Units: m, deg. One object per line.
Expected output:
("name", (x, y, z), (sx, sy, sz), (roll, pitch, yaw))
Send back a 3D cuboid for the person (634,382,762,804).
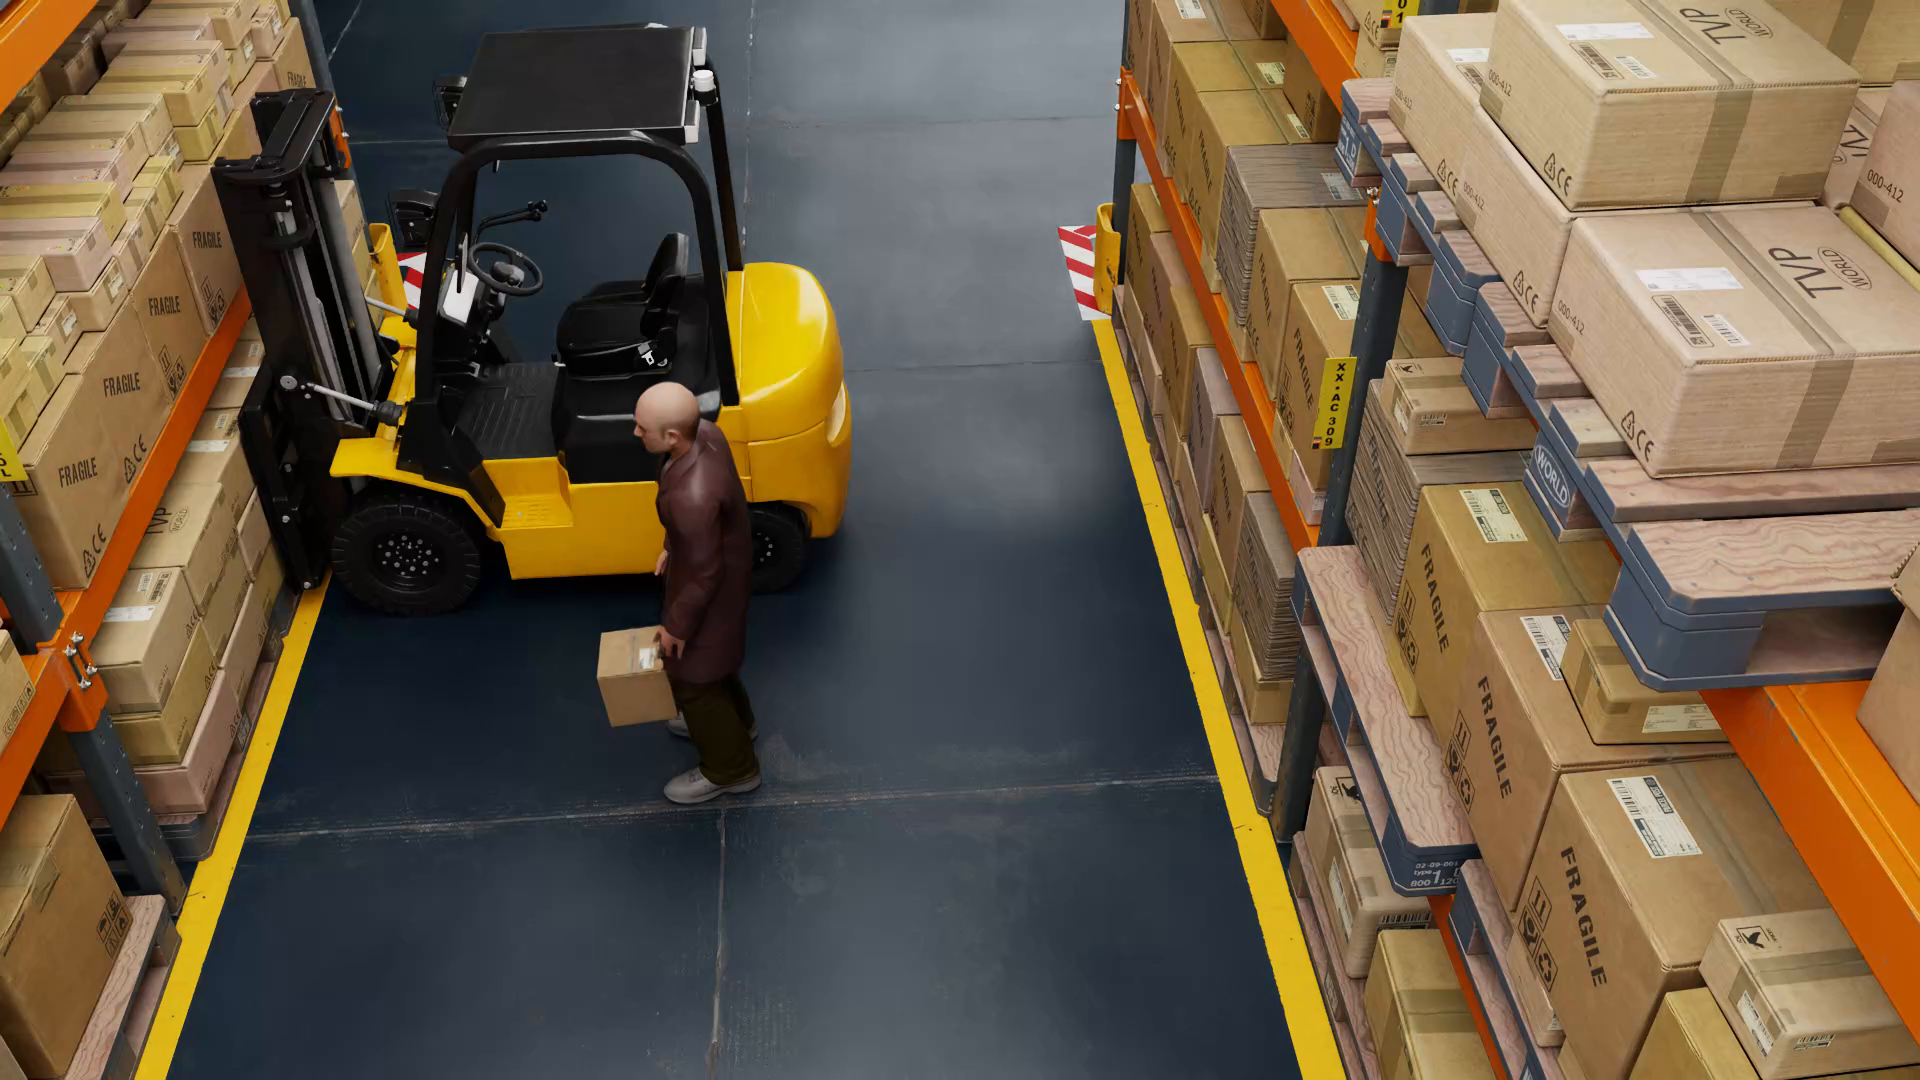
("person", (-0.935, 0.187, 5.928), (0.424, 1.777, 0.591), (-4, 39, -5))
